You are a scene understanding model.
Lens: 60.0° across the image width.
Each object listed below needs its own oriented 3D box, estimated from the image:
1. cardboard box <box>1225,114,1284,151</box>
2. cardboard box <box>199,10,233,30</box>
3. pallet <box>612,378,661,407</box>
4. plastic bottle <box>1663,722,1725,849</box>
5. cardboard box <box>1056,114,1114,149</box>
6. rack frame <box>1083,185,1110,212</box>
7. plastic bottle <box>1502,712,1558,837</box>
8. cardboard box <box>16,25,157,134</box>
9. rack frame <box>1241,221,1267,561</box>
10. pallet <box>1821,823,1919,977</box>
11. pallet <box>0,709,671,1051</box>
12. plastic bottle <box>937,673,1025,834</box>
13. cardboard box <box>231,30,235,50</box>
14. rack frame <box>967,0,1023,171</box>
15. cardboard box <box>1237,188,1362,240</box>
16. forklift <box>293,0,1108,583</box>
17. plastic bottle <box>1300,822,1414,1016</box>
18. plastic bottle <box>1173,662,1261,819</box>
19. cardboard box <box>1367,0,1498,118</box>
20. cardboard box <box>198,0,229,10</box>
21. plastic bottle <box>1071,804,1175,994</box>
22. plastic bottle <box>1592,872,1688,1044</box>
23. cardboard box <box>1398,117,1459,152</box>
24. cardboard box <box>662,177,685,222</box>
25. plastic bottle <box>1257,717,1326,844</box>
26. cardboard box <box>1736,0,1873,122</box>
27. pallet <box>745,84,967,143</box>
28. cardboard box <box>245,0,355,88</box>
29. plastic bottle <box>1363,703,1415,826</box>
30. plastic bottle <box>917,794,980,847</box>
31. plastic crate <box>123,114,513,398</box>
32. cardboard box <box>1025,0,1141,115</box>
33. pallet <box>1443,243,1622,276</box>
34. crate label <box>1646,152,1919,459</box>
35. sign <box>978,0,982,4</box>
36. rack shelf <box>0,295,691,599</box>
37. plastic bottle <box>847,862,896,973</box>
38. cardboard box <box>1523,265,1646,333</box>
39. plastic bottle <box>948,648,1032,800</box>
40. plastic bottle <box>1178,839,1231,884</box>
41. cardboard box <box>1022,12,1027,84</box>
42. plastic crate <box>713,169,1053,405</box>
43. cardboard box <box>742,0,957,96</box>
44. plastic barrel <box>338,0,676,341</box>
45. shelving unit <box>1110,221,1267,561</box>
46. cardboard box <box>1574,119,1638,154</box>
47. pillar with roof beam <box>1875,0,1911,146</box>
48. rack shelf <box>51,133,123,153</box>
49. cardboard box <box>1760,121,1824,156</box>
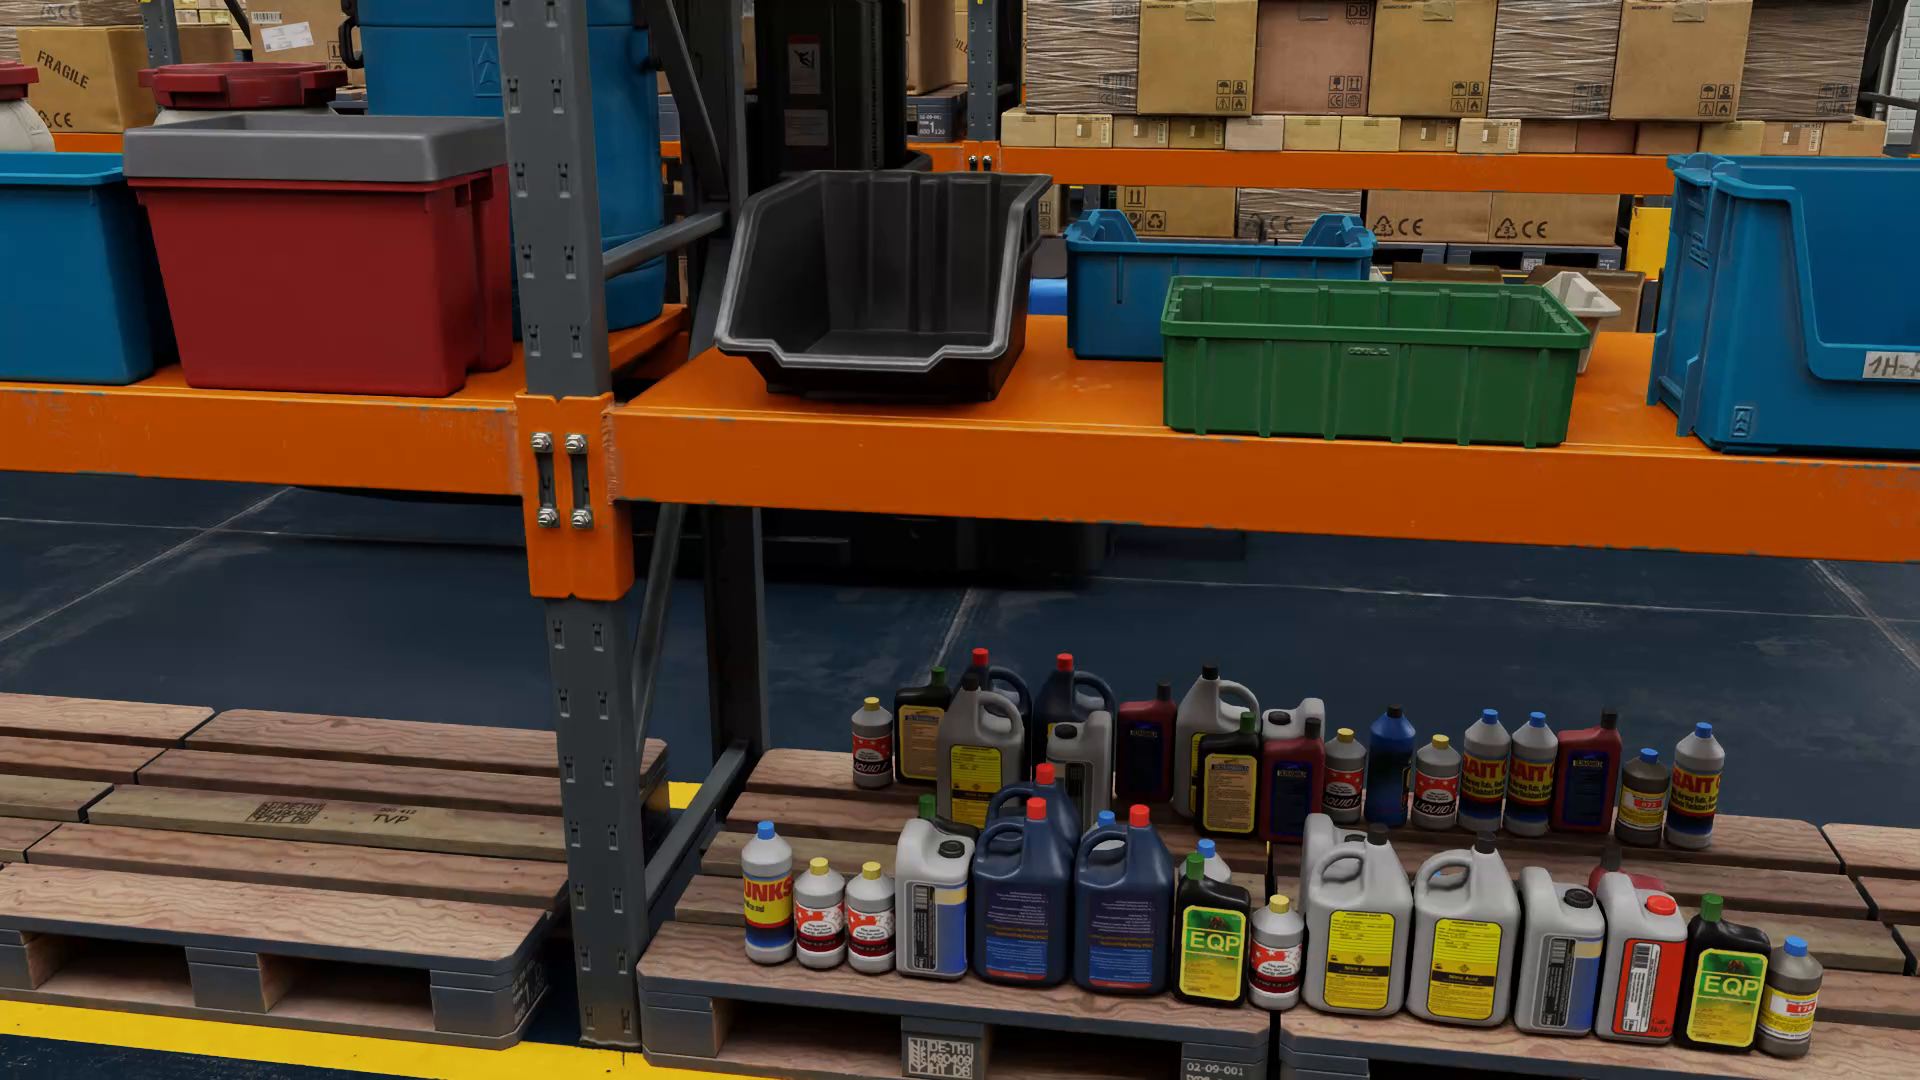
[{"bbox_3d":[1.322,-1.843,7.480,0.250,0.149,0.380,3,19,9],"label":"cardboard box"},{"bbox_3d":[-5.755,-4.093,13.075,0.250,0.149,0.380,2,19,6],"label":"cardboard box"},{"bbox_3d":[-1.804,-0.900,8.660,1.213,0.211,1.003,3,19,9],"label":"pallet"},{"bbox_3d":[1.596,0.526,3.609,0.097,0.271,0.097,0,18,0],"label":"plastic bottle"},{"bbox_3d":[0.582,-1.882,7.597,0.250,0.149,0.380,3,19,9],"label":"cardboard box"},{"bbox_3d":[1.059,-3.672,12.550,0.127,3.000,1.000,3,19,9],"label":"rack frame"},{"bbox_3d":[1.258,0.509,3.661,0.097,0.271,0.097,0,18,0],"label":"plastic bottle"},{"bbox_3d":[-4.303,-2.319,8.349,0.500,0.500,0.500,4,19,10],"label":"cardboard box"},{"bbox_3d":[1.058,-0.529,5.995,0.015,1.200,0.240,2,19,7],"label":"rack frame"},{"bbox_3d":[2.453,0.921,3.218,1.213,0.211,1.003,3,19,9],"label":"pallet"},{"bbox_3d":[-1.394,0.724,3.807,1.213,0.211,1.003,3,19,9],"label":"pallet"},{"bbox_3d":[0.046,0.464,3.672,0.185,0.351,0.144,3,19,9],"label":"plastic bottle"},{"bbox_3d":[-5.755,-3.952,13.120,0.250,0.149,0.380,3,19,9],"label":"cardboard box"},{"bbox_3d":[0.173,-2.123,7.921,0.127,3.000,1.000,3,19,9],"label":"rack frame"},{"bbox_3d":[2.560,-2.766,12.528,0.875,0.875,0.875,3,19,9],"label":"cardboard box"},{"bbox_3d":[-0.951,-1.428,5.952,3.031,2.935,1.130,2,19,7],"label":"forklift"},{"bbox_3d":[0.725,0.678,3.031,0.185,0.351,0.144,3,19,8],"label":"plastic bottle"},{"bbox_3d":[0.577,0.444,3.729,0.185,0.351,0.144,3,19,8],"label":"plastic bottle"},{"bbox_3d":[2.092,-2.201,7.529,0.500,0.500,0.875,3,19,9],"label":"cardboard box"},{"bbox_3d":[-5.748,-4.233,13.025,0.250,0.149,0.380,3,19,8],"label":"cardboard box"},{"bbox_3d":[0.305,0.656,3.095,0.185,0.351,0.144,2,19,6],"label":"plastic bottle"},{"bbox_3d":[1.209,0.737,2.973,0.135,0.276,0.152,3,19,9],"label":"plastic bottle"},{"bbox_3d":[2.075,-1.829,7.438,0.250,0.149,0.380,3,19,9],"label":"cardboard box"},{"bbox_3d":[-2.303,-2.947,13.266,0.750,0.750,1.050,3,19,8],"label":"cardboard box"},{"bbox_3d":[0.721,0.519,3.612,0.133,0.283,0.061,3,19,9],"label":"plastic bottle"},{"bbox_3d":[3.584,-2.146,7.364,0.500,0.500,0.875,3,19,9],"label":"cardboard box"},{"bbox_3d":[-0.559,-2.116,8.202,1.213,0.211,1.003,3,19,9],"label":"pallet"},{"bbox_3d":[-3.237,-2.556,8.396,0.500,0.500,0.500,1,19,2],"label":"cardboard box"},{"bbox_3d":[0.959,0.494,3.706,0.097,0.271,0.097,0,18,0],"label":"plastic bottle"},{"bbox_3d":[-0.028,0.636,3.263,0.133,0.283,0.061,3,19,9],"label":"plastic bottle"},{"bbox_3d":[-1.139,-0.530,3.059,0.583,0.464,0.402,3,19,9],"label":"plastic crate"},{"bbox_3d":[0.607,-2.269,7.732,0.500,0.500,0.875,3,19,9],"label":"cardboard box"},{"bbox_3d":[4.207,-2.164,12.437,1.213,0.211,1.003,3,19,9],"label":"pallet"},{"bbox_3d":[1.477,-0.395,2.699,0.616,0.435,0.502,3,19,9],"label":"crate label"},{"bbox_3d":[0.088,-2.498,7.217,0.005,0.325,0.100,3,19,9],"label":"sign"},{"bbox_3d":[-2.587,-0.331,3.698,4.000,0.370,1.077,3,19,9],"label":"rack shelf"},{"bbox_3d":[-0.167,0.711,3.168,0.097,0.201,0.097,0,18,0],"label":"plastic bottle"},{"bbox_3d":[2.913,-0.991,7.816,0.500,0.500,0.500,8,20,23],"label":"cardboard box"},{"bbox_3d":[0.069,0.418,3.807,0.185,0.351,0.144,2,19,7],"label":"plastic bottle"},{"bbox_3d":[0.456,0.690,3.121,0.097,0.271,0.097,0,18,0],"label":"plastic bottle"},{"bbox_3d":[0.502,-3.662,12.362,0.500,0.500,0.500,3,19,8],"label":"cardboard box"},{"bbox_3d":[-0.116,-0.476,3.095,0.504,0.338,0.767,3,19,9],"label":"plastic crate"},{"bbox_3d":[-0.589,-2.690,8.009,1.000,1.000,1.000,3,19,9],"label":"cardboard box"},{"bbox_3d":[-0.946,-0.923,3.545,0.708,0.901,0.600,3,19,9],"label":"plastic barrel"},{"bbox_3d":[0.816,-0.539,6.024,0.503,1.200,0.258,2,19,7],"label":"shelving unit"},{"bbox_3d":[2.822,-1.804,7.364,0.250,0.149,0.380,3,19,9],"label":"cardboard box"},{"bbox_3d":[11.175,-8.093,16.309,0.400,9.000,9.100,3,19,9],"label":"pillar with roof beam"},{"bbox_3d":[-5.751,-2.084,8.937,4.000,0.370,1.077,3,19,9],"label":"rack shelf"},{"bbox_3d":[3.561,-1.765,7.247,0.250,0.149,0.380,3,19,9],"label":"cardboard box"}]
